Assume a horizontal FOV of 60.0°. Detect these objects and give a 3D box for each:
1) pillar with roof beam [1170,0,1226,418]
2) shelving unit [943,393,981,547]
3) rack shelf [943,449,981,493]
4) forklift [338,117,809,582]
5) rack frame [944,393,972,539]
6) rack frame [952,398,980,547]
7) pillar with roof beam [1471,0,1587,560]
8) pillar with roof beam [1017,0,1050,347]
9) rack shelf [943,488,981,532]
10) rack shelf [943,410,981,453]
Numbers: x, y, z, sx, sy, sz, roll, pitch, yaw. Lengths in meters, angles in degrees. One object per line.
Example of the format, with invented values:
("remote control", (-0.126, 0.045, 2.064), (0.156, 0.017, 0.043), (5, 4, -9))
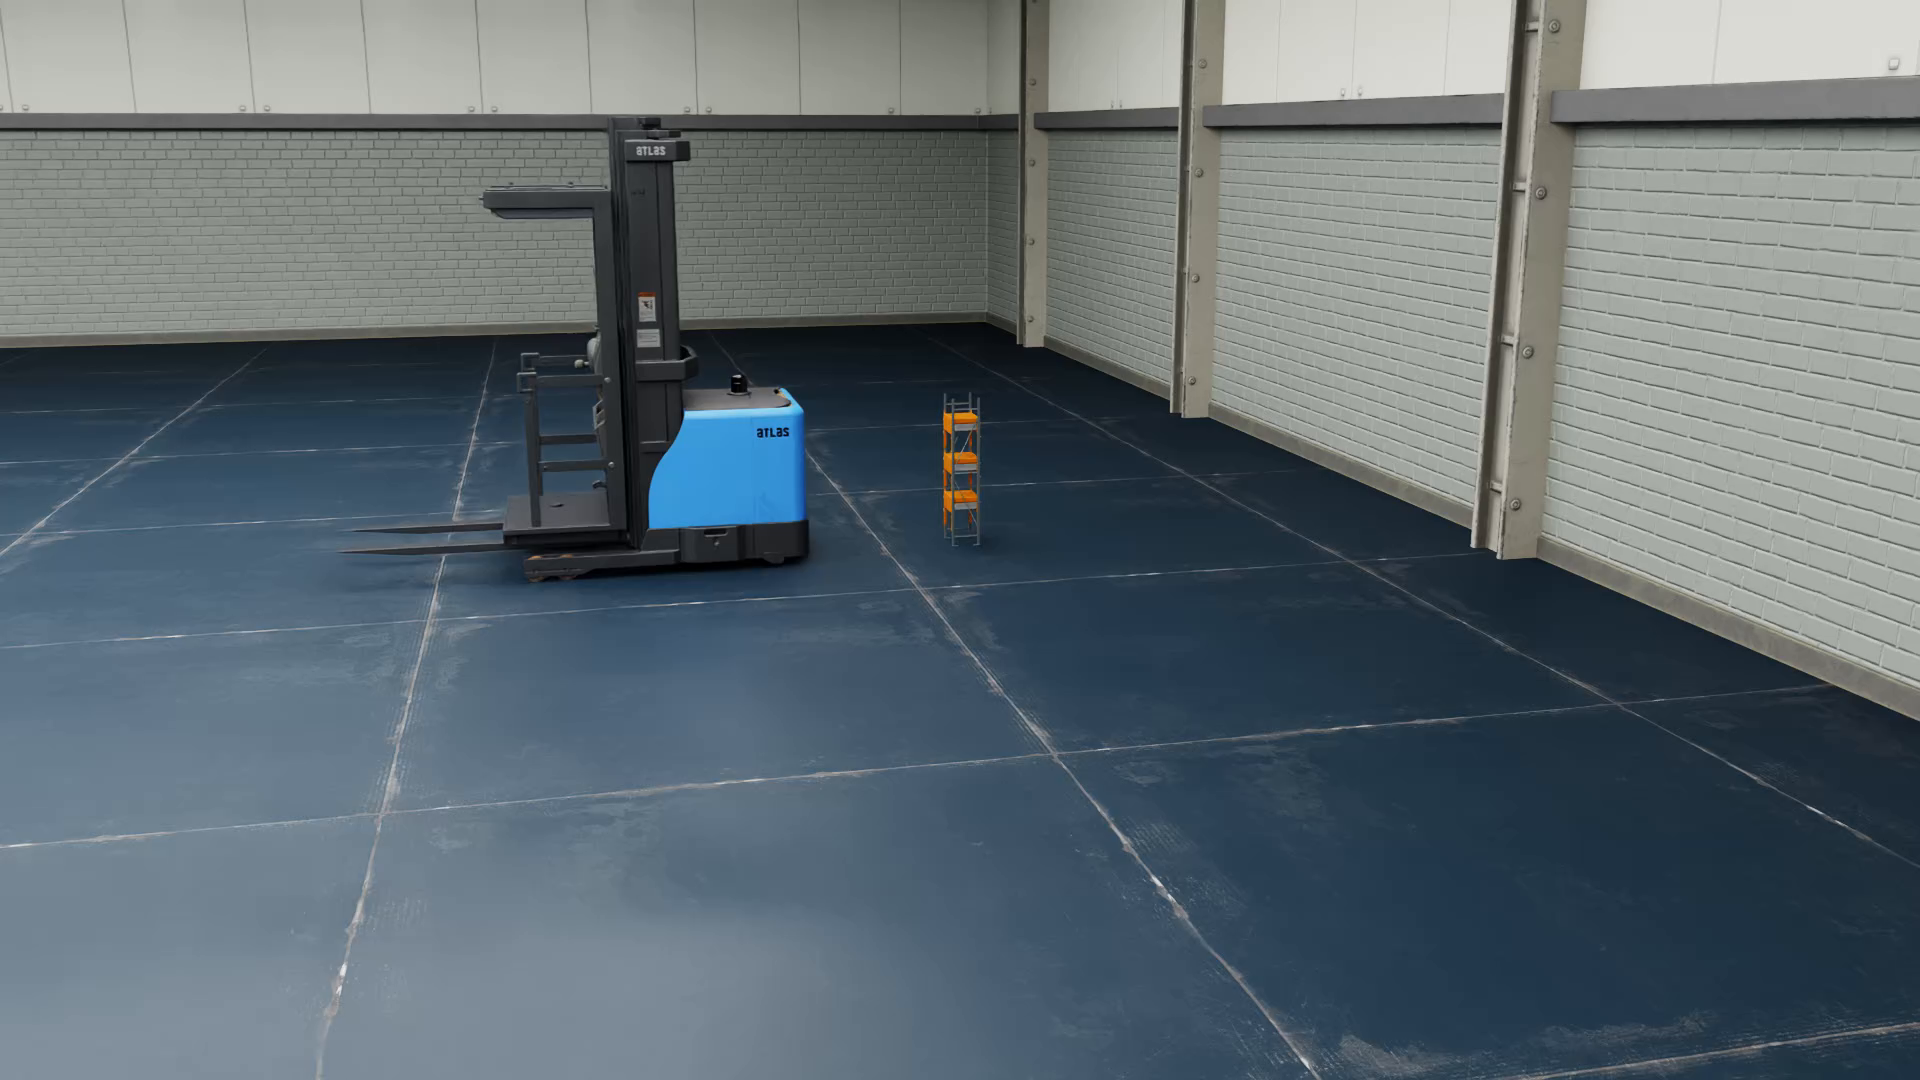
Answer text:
("pillar with roof beam", (-1.792, -5.436, 15.215), (9.100, 9.000, 0.400), (-3, 14, -13))
("shelving unit", (0.013, -0.498, 11.752), (0.215, 1.050, 0.252), (-3, 14, -13))
("rack shelf", (0.013, -0.487, 11.754), (0.215, 0.259, 0.240), (-3, 14, -13))
("forklift", (-2.595, -1.290, 11.031), (3.031, 2.935, 1.130), (-3, 14, -13))
("rack frame", (-0.016, -0.526, 11.867), (0.200, 1.050, 0.008), (-3, 14, -13))
("rack frame", (0.041, -0.470, 11.637), (0.200, 1.050, 0.008), (-3, 14, -13))
("pillar with roof beam", (-0.383, -4.051, 9.549), (9.100, 9.000, 0.400), (-3, 14, -13))
("pillar with roof beam", (-3.202, -6.820, 20.880), (9.100, 9.000, 0.400), (-3, 14, -13))
("rack shelf", (0.013, -0.217, 11.820), (0.215, 0.259, 0.240), (-3, 14, -13))
("rack shelf", (0.013, -0.763, 11.687), (0.215, 0.259, 0.240), (-3, 14, -13))
